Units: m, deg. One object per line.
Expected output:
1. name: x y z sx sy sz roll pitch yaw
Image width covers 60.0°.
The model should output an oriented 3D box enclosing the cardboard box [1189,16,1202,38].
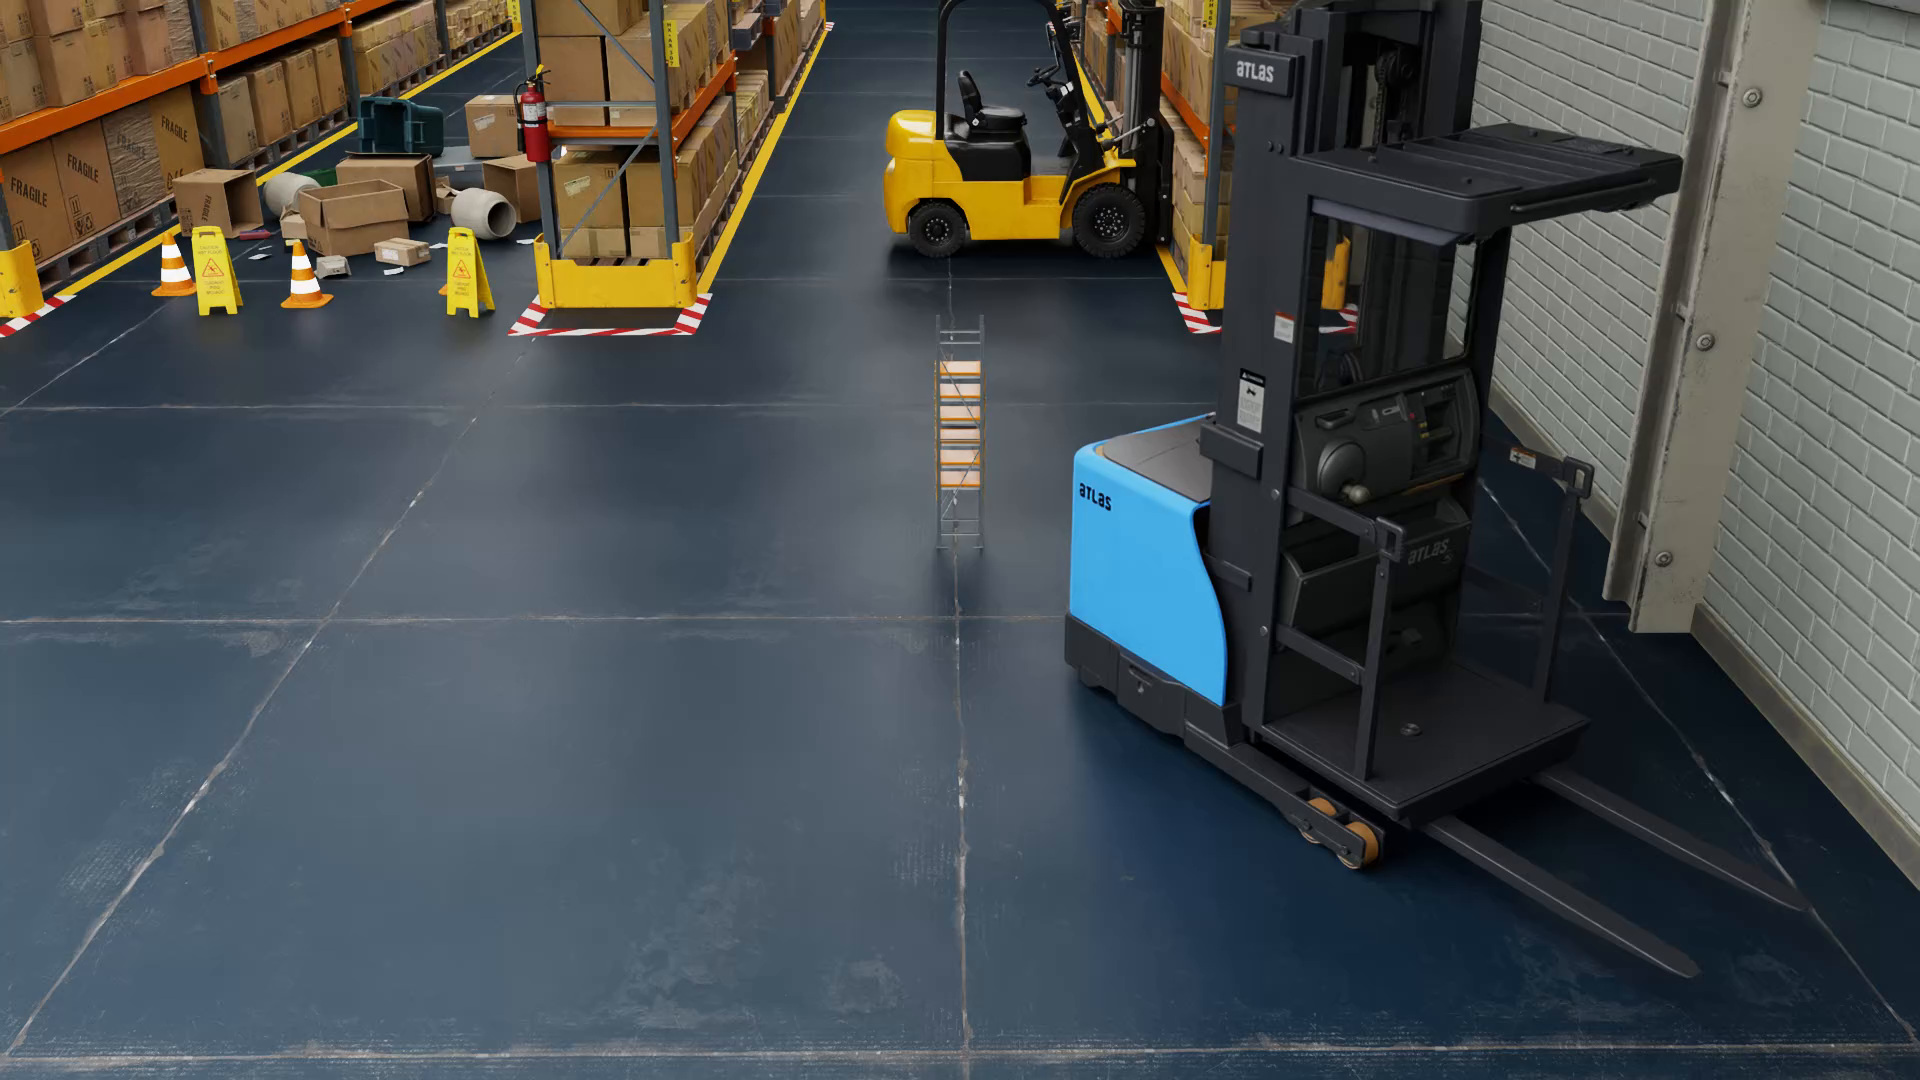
1. cardboard box: 2.042 -4.103 13.274 0.380 0.149 0.250 -1 24 -2

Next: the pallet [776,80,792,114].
1. pallet: -2.642 -5.524 20.707 1.003 0.211 1.213 0 24 -1

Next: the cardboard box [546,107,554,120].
1. cardboard box: -2.954 -3.315 12.745 0.380 0.149 0.250 -1 24 -1

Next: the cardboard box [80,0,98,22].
1. cardboard box: -7.640 -4.497 13.562 0.875 0.550 0.500 0 24 -1

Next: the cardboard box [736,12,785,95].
1. cardboard box: -2.634 -5.977 20.395 0.875 0.875 0.875 0 24 -1

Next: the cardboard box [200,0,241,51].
1. cardboard box: -7.351 -5.020 16.089 0.500 0.500 0.500 0 24 0

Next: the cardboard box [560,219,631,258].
1. cardboard box: -2.900 -2.453 13.360 0.500 0.250 0.500 0 24 -1

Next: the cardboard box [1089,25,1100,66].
1. cardboard box: 2.008 -6.568 22.156 0.500 0.500 0.500 -1 24 -2

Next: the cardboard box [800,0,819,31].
1. cardboard box: -2.671 -8.141 25.709 0.875 0.438 0.875 0 24 1

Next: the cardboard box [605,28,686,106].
1. cardboard box: -2.350 -3.550 12.477 0.500 0.500 0.500 -1 24 -1

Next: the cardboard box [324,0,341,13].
1. cardboard box: -7.384 -6.266 18.844 0.500 0.500 0.500 0 24 -1

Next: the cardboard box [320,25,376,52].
1. cardboard box: -7.423 -6.084 20.177 0.500 0.250 0.500 -1 24 -3

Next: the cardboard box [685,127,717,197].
1. cardboard box: -2.362 -3.218 14.143 0.500 0.500 0.500 0 24 0

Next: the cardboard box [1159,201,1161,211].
1. cardboard box: 2.000 -2.952 14.464 0.500 0.250 0.500 1 24 1

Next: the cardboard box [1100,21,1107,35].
1. cardboard box: 2.009 -6.590 21.417 0.380 0.149 0.250 -1 24 -3

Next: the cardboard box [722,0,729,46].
1. cardboard box: -2.412 -4.820 15.285 0.500 0.500 0.500 -1 24 -2

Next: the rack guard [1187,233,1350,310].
1. rack guard: 2.342 -2.048 12.671 1.175 0.500 0.348 0 24 -1

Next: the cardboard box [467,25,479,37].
1. cardboard box: -7.439 -7.632 24.934 0.380 0.149 0.250 -1 24 -2

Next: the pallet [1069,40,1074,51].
1. pallet: 2.188 -7.657 25.425 1.003 0.211 1.213 0 24 -1

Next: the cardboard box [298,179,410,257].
1. cardboard box: -5.173 -2.747 14.214 0.797 0.503 0.637 -19 31 -36

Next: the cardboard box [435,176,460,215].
1. cardboard box: -4.803 -3.230 15.569 0.258 0.266 0.396 -19 31 -36

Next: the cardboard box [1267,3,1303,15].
1. cardboard box: 2.565 -4.029 12.749 0.380 0.149 0.250 0 24 0

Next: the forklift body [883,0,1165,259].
1. forklift body: 0.497 -3.583 14.062 2.313 2.155 1.214 0 24 -1

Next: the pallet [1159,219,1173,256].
1. pallet: 2.281 -2.742 14.557 1.003 0.211 1.213 0 24 -1

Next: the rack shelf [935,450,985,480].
1. rack shelf: 0.000 -0.391 8.557 0.258 0.103 0.180 0 24 -1

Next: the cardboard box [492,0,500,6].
1. cardboard box: -7.411 -8.438 25.995 0.380 0.149 0.250 -1 24 -2

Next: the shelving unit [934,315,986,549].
1. shelving unit: 0.000 -0.541 8.490 0.258 1.200 0.189 0 24 -1

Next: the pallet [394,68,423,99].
1. pallet: -7.675 -5.958 21.667 1.003 0.211 1.213 0 24 -1

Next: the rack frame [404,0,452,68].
1. rack frame: -7.701 -8.053 22.916 1.000 3.000 0.127 0 24 -1

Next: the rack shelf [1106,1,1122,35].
1. rack shelf: 2.276 -5.341 17.792 1.077 0.370 4.000 0 24 -1

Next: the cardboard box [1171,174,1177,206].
1. cardboard box: 2.002 -2.981 13.922 0.500 0.250 0.500 -1 24 -2

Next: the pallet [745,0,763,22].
1. pallet: -2.647 -5.566 17.650 1.003 0.211 1.213 0 24 -1

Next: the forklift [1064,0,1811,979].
1. forklift: 1.706 -0.358 5.985 1.130 2.935 3.031 -16 29 -31

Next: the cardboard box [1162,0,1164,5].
1. cardboard box: 2.043 -4.946 15.138 0.380 0.149 0.250 0 24 1

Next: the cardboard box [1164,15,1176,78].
1. cardboard box: 2.071 -4.283 14.458 0.500 0.500 0.500 0 24 -1

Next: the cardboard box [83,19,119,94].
1. cardboard box: -7.575 -4.006 13.785 0.875 0.550 0.500 0 24 -1

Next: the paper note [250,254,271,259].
1. paper note: -5.889 -2.392 14.003 0.144 0.017 0.142 8 26 18

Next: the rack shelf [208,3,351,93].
1. rack shelf: -7.636 -5.253 17.598 1.077 0.370 4.000 0 24 -1

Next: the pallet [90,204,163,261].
1. pallet: -7.668 -2.669 14.394 1.003 0.211 1.213 0 24 -1

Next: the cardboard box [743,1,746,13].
1. cardboard box: -2.390 -5.452 16.961 0.380 0.149 0.250 0 24 0

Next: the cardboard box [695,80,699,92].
1. cardboard box: -2.387 -3.841 13.908 0.380 0.149 0.250 -1 24 -2

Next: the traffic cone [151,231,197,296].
1. traffic cone: -6.156 -2.178 13.004 0.336 0.463 0.334 0 24 -1

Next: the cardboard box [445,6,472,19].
1. cardboard box: -7.440 -7.790 24.562 0.380 0.149 0.250 0 24 1

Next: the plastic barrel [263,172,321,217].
1. plastic barrel: -6.068 -3.122 15.140 0.512 0.421 0.421 19 30 35

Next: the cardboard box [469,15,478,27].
1. cardboard box: -7.435 -7.765 24.868 0.380 0.149 0.250 0 24 -1

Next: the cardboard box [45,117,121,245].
1. cardboard box: -7.656 -2.974 13.753 0.875 0.875 0.875 -1 24 -1

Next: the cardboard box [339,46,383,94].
1. cardboard box: -7.410 -5.750 20.348 0.500 0.500 0.500 -1 24 -3

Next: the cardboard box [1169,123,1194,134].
1. cardboard box: 2.000 -3.406 14.254 0.500 0.250 0.500 -1 24 -2

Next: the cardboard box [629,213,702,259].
1. cardboard box: -2.354 -2.445 13.342 0.500 0.250 0.500 0 24 -1

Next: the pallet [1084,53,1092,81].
1. pallet: 2.257 -6.536 22.944 1.003 0.211 1.213 0 24 -1

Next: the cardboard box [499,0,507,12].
1. cardboard box: -7.454 -8.513 26.522 0.380 0.149 0.250 -1 24 -2

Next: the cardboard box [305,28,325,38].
1. cardboard box: -7.927 -6.080 20.167 0.500 0.250 0.500 -1 24 -2

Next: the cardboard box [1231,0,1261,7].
1. cardboard box: 2.135 -4.132 12.976 0.380 0.149 0.250 0 24 0

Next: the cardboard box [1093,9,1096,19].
1. cardboard box: 2.029 -7.226 22.824 0.380 0.149 0.250 -1 24 -2
